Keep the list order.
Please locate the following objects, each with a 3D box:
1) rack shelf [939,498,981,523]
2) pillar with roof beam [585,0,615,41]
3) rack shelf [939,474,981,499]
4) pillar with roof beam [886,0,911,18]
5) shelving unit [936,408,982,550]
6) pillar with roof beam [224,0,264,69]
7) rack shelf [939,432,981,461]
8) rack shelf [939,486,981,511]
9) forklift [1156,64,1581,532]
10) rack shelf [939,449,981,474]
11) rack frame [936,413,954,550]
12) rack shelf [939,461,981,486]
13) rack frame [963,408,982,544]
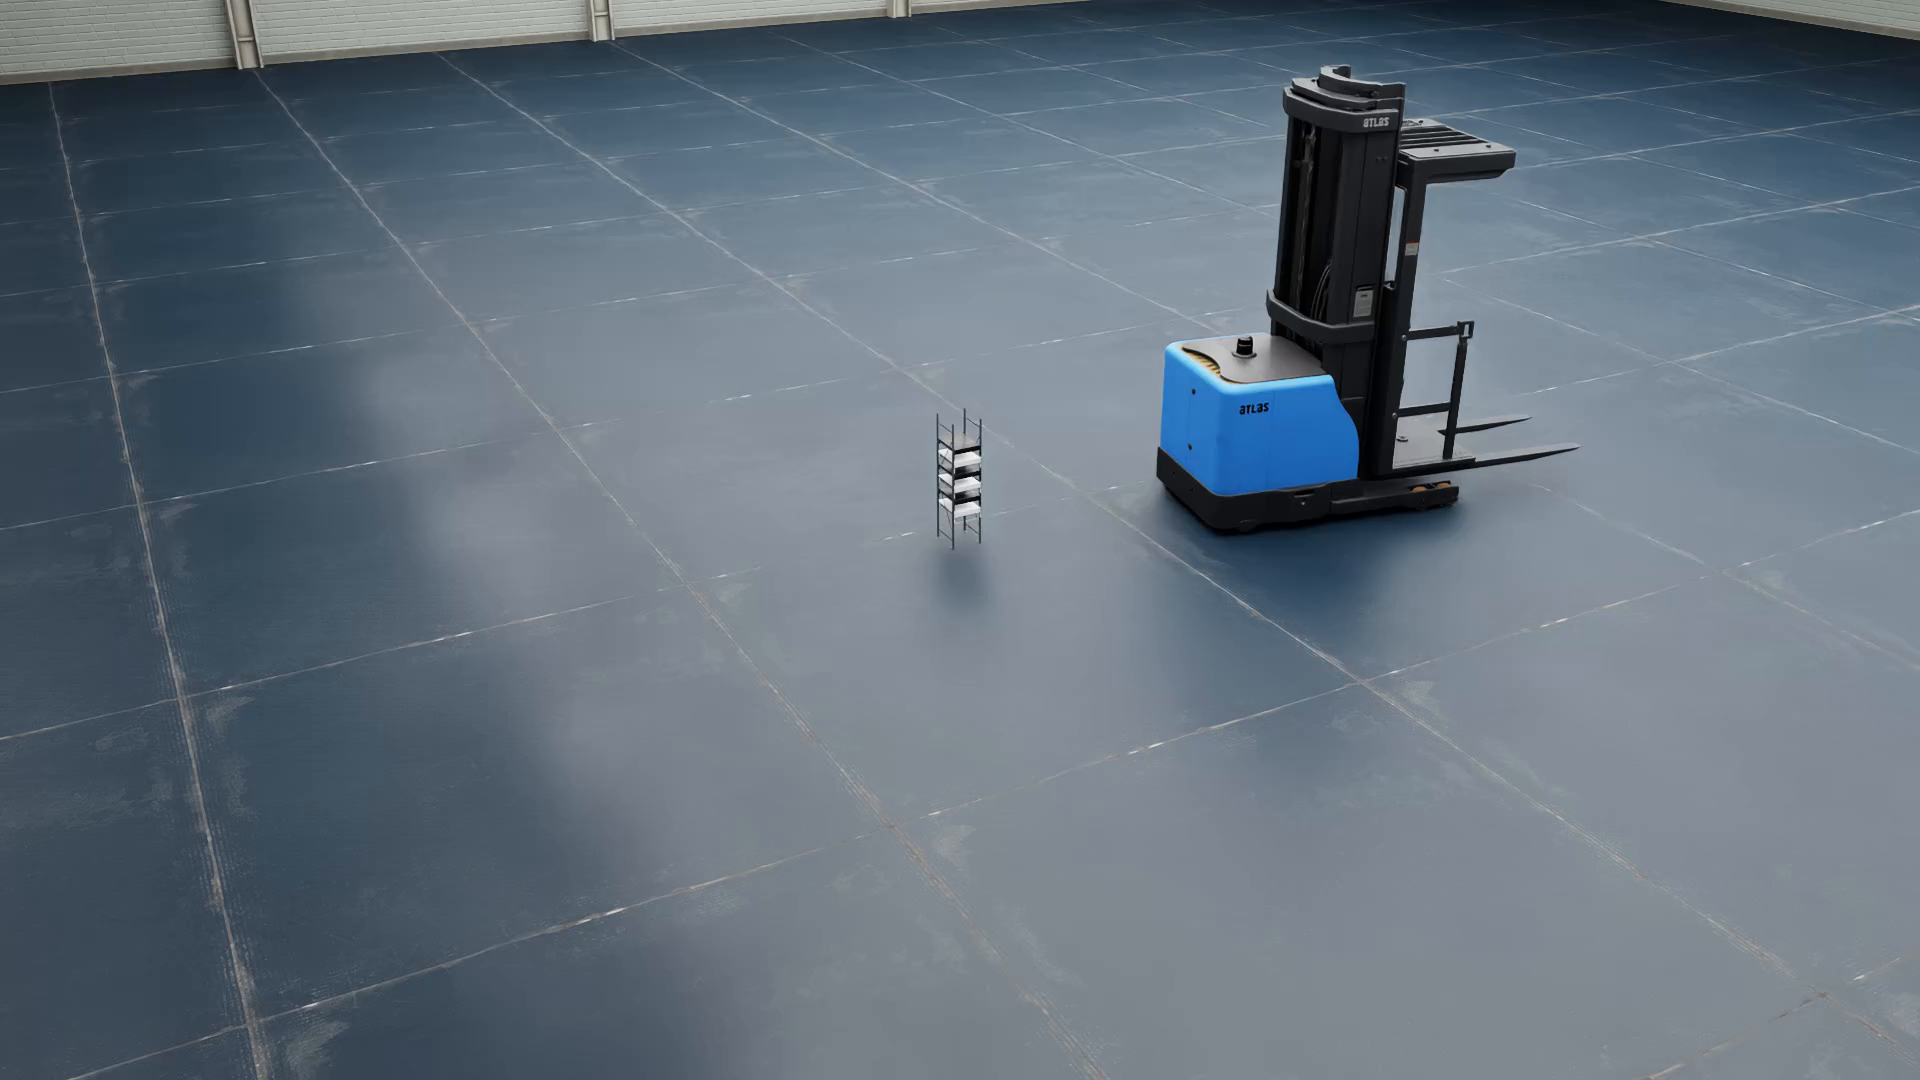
[{"bbox_3d":[-0.007,-0.212,11.144,0.200,0.077,0.258,-13,29,-25],"label":"rack shelf"},{"bbox_3d":[-4.470,-11.492,24.789,0.400,9.000,9.100,-13,29,-25],"label":"pillar with roof beam"},{"bbox_3d":[-0.007,-0.374,11.066,0.200,0.077,0.258,-13,29,-25],"label":"rack shelf"},{"bbox_3d":[0.824,-12.714,27.334,0.400,9.000,9.100,-13,29,-25],"label":"pillar with roof beam"},{"bbox_3d":[-0.007,-0.404,11.052,0.210,0.900,0.258,-13,29,-25],"label":"shelving unit"},{"bbox_3d":[-9.764,-10.270,22.244,0.400,9.000,9.100,-13,29,-25],"label":"pillar with roof beam"},{"bbox_3d":[-0.007,-0.617,10.949,0.200,0.077,0.258,-13,29,-25],"label":"rack shelf"},{"bbox_3d":[-0.007,-0.293,11.105,0.200,0.077,0.258,-13,29,-25],"label":"rack shelf"},{"bbox_3d":[2.997,-1.737,11.482,3.031,2.935,1.130,-8,27,-16],"label":"forklift"},{"bbox_3d":[-0.007,-0.536,10.988,0.200,0.077,0.258,-13,29,-25],"label":"rack shelf"},{"bbox_3d":[-0.097,-0.383,11.009,0.006,0.900,0.240,-13,29,-25],"label":"rack frame"},{"bbox_3d":[-0.007,-0.455,11.027,0.200,0.077,0.258,-13,29,-25],"label":"rack shelf"},{"bbox_3d":[0.083,-0.425,11.095,0.006,0.900,0.240,-13,29,-25],"label":"rack frame"}]
